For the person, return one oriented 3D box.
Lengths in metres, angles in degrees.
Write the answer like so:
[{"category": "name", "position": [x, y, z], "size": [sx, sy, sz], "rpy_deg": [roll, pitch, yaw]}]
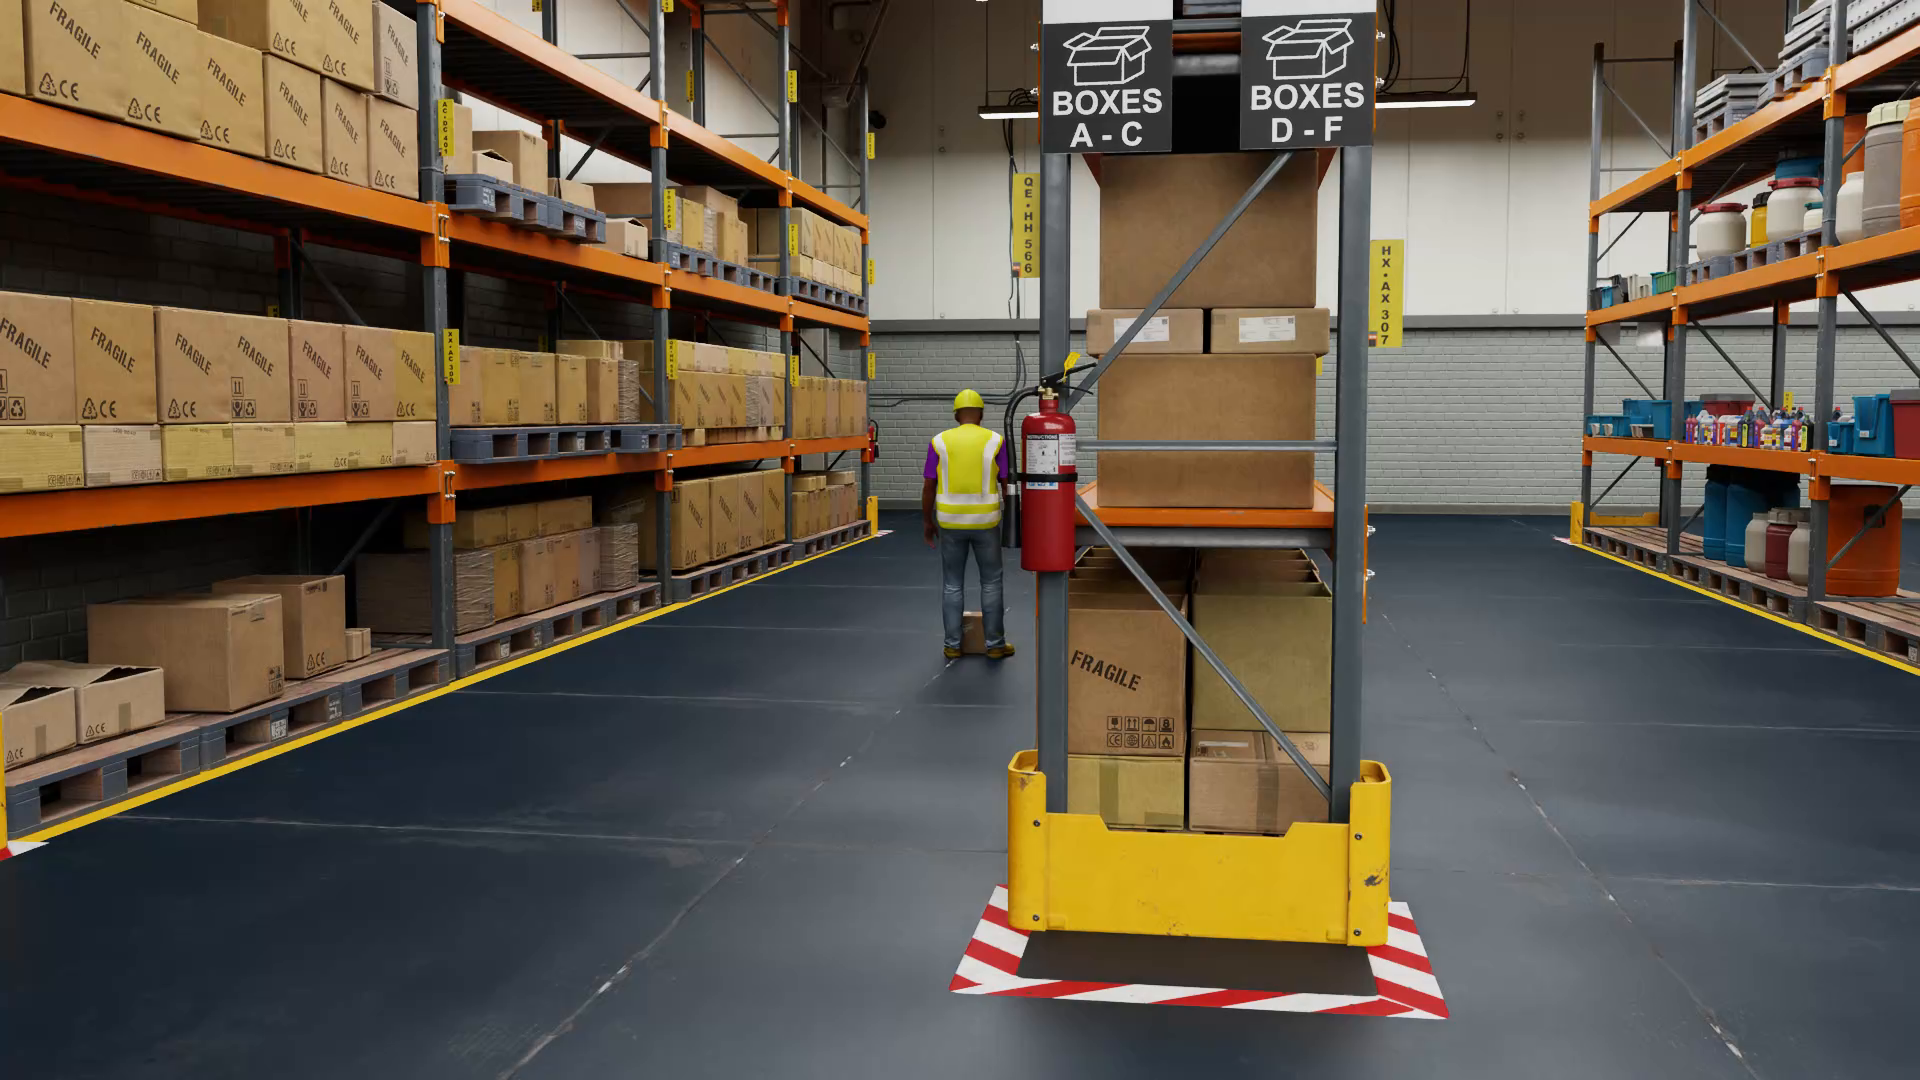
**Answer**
[{"category": "person", "position": [0.072, -0.111, 10.958], "size": [0.632, 1.760, 0.463], "rpy_deg": [1, 4, 8]}]
